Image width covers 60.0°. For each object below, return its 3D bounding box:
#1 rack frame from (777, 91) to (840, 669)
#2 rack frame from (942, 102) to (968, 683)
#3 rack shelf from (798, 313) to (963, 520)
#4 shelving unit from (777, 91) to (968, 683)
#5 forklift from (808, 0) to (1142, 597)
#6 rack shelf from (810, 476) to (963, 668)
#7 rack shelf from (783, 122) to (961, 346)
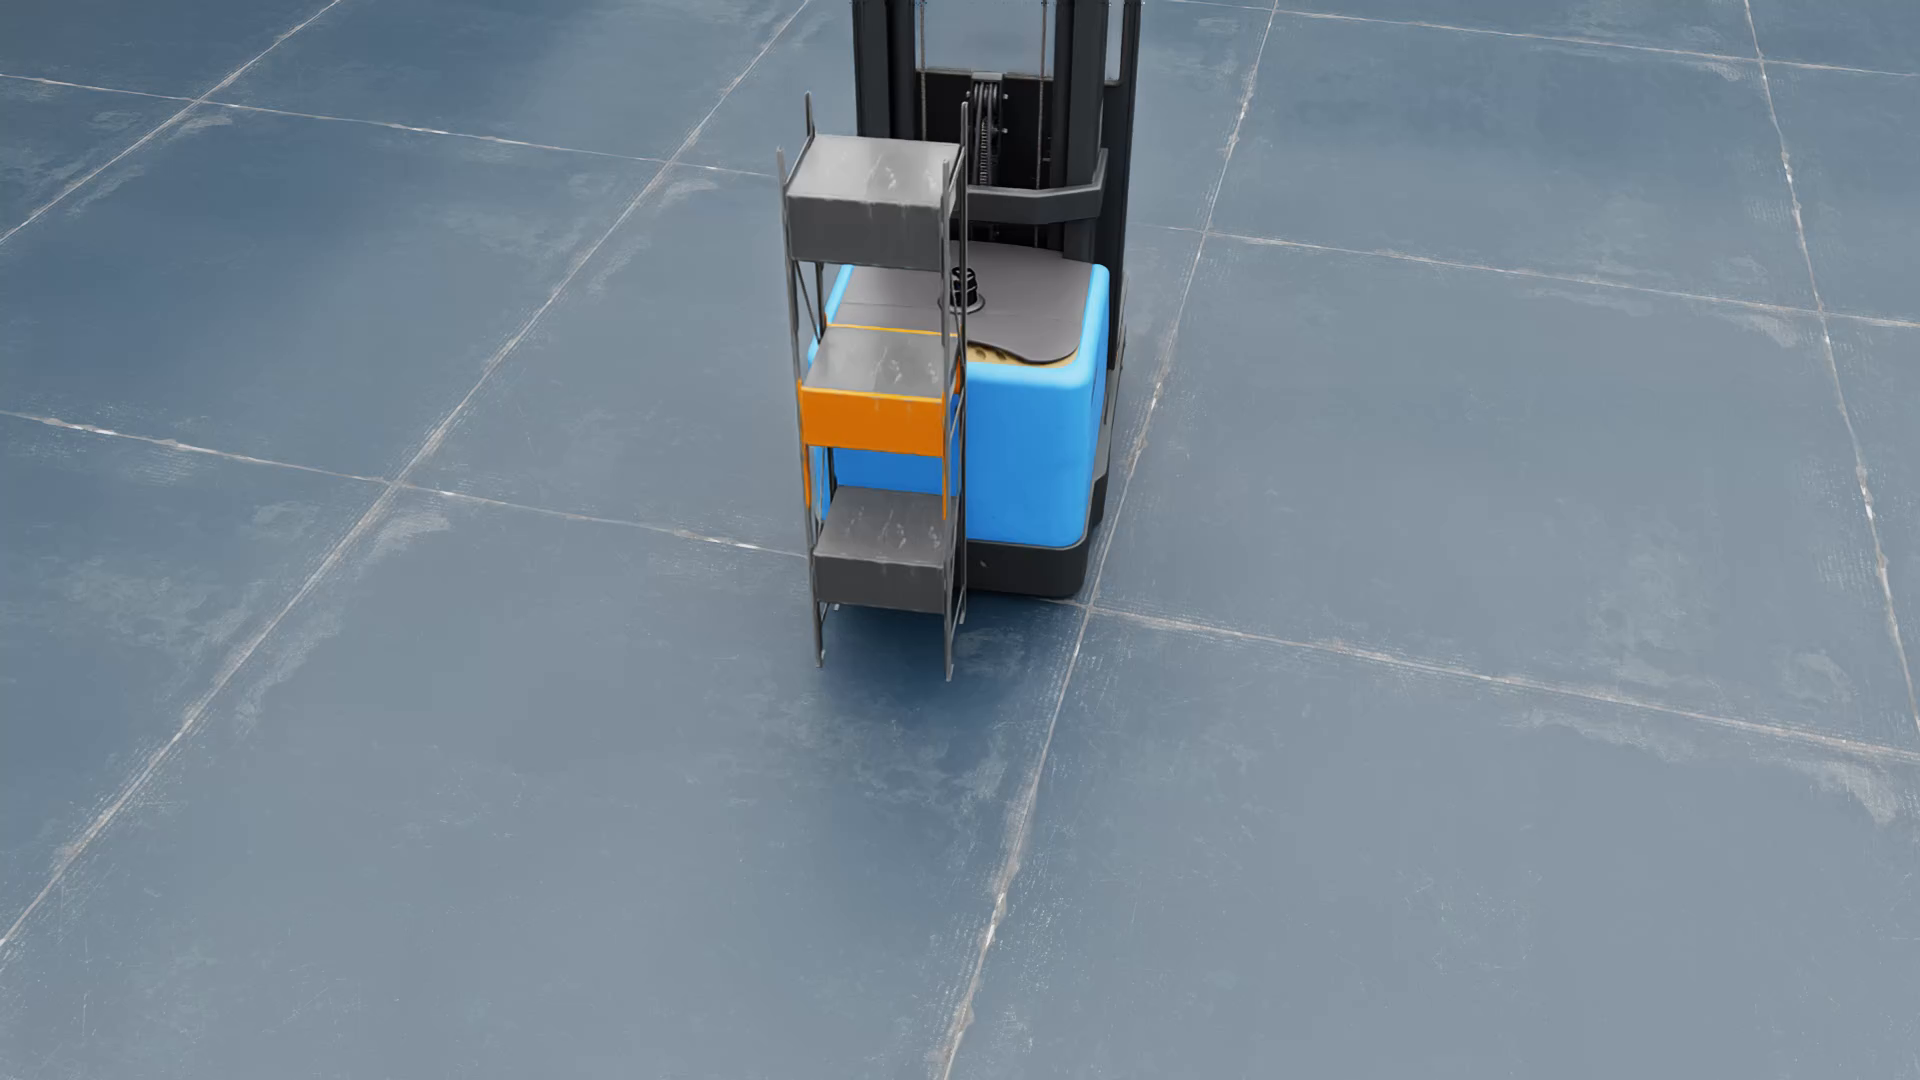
[{"bbox_3d":[-0.496,-0.454,5.657,0.015,2.100,0.400,6,40,7],"label":"rack frame"},{"bbox_3d":[-0.014,-0.406,5.601,0.015,2.100,0.400,6,40,7],"label":"rack frame"},{"bbox_3d":[-0.255,-0.419,5.638,0.480,0.518,0.431,6,40,7],"label":"rack shelf"},{"bbox_3d":[-0.255,-0.430,5.629,0.503,2.100,0.431,6,40,7],"label":"shelving unit"},{"bbox_3d":[0.173,-1.852,6.676,1.130,2.935,3.031,6,40,7],"label":"forklift"},{"bbox_3d":[-0.255,0.117,6.088,0.480,0.518,0.431,6,40,7],"label":"rack shelf"},{"bbox_3d":[-0.255,-0.955,5.188,0.480,0.518,0.431,6,40,7],"label":"rack shelf"}]
